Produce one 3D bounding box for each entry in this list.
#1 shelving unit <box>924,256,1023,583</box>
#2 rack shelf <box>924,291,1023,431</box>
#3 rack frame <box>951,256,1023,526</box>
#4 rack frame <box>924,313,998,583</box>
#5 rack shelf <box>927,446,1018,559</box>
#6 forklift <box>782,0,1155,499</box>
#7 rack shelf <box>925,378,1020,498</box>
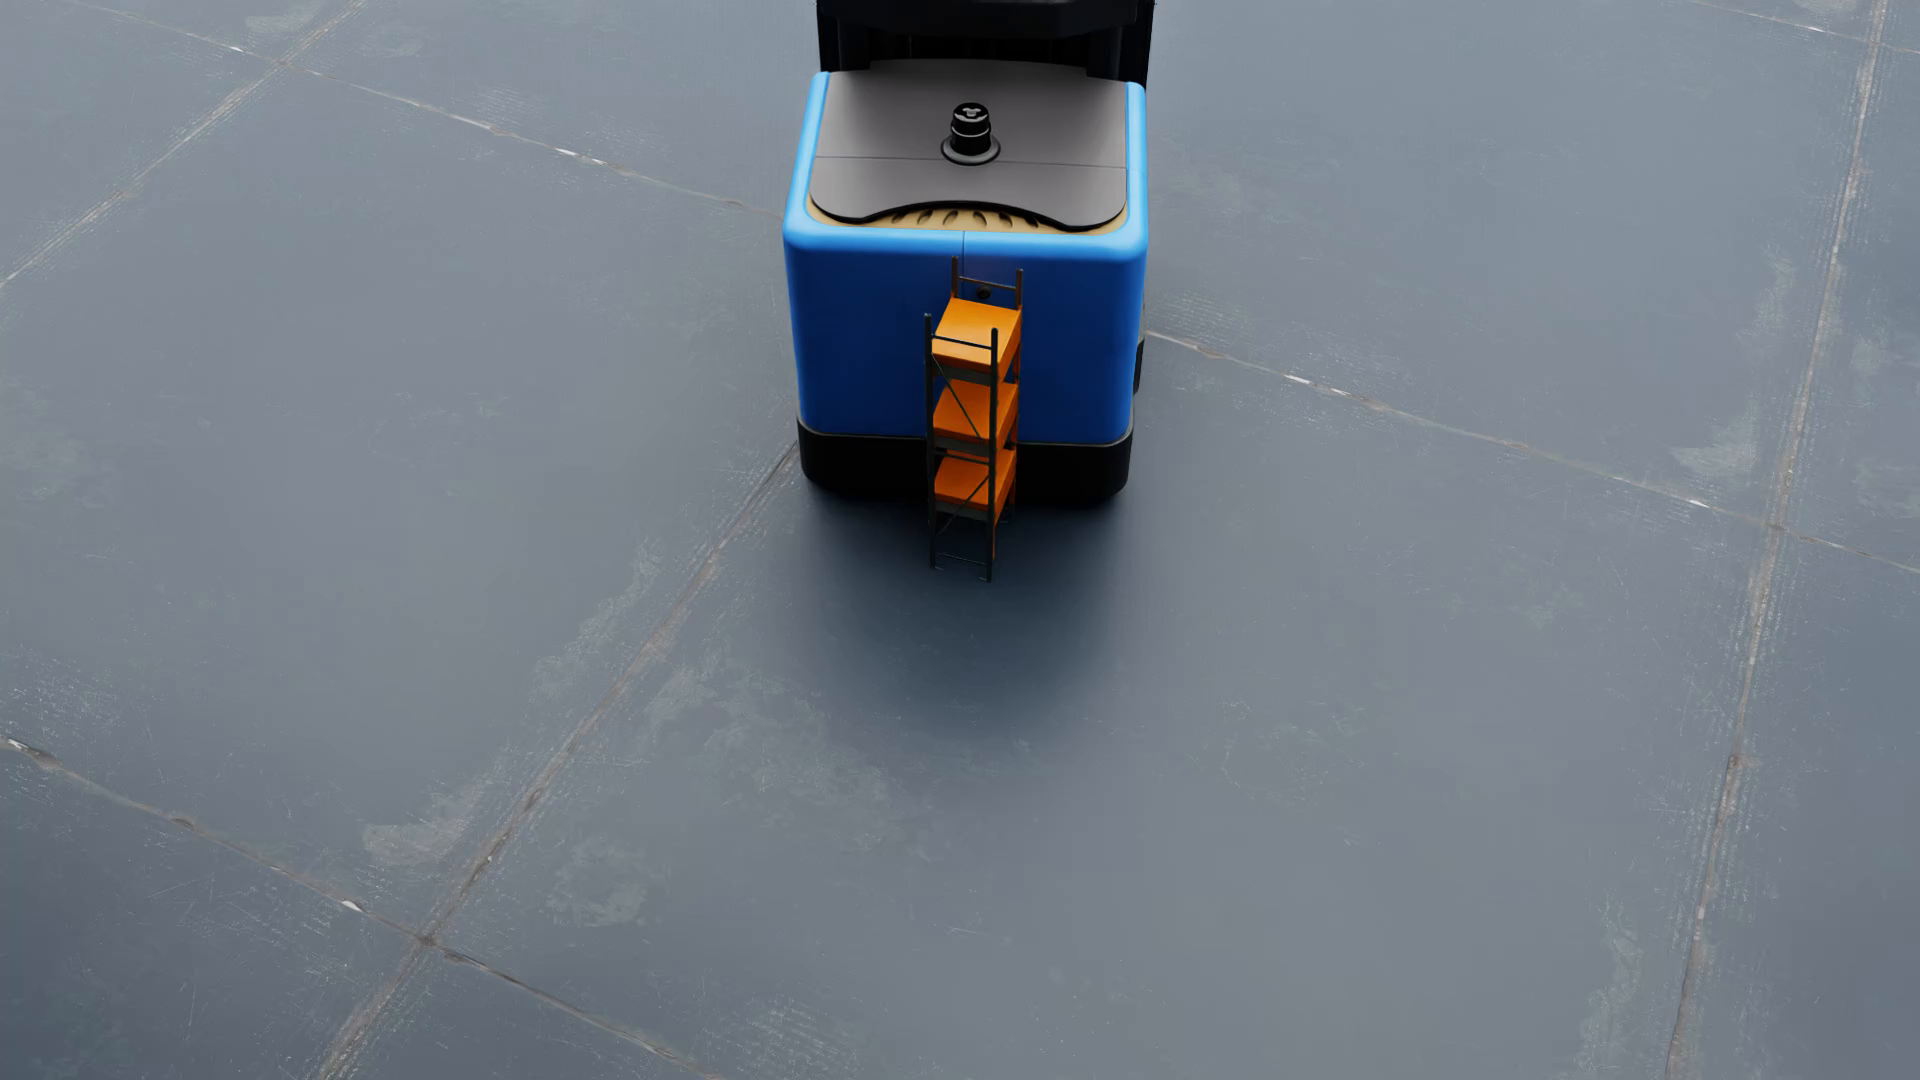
[{"bbox_3d":[0.038,-0.321,4.834,0.215,1.050,0.252,13,51,11],"label":"shelving unit"},{"bbox_3d":[0.038,-0.498,4.626,0.215,0.259,0.240,13,51,11],"label":"rack shelf"},{"bbox_3d":[0.074,-0.410,4.910,0.200,1.050,0.008,13,51,11],"label":"rack frame"},{"bbox_3d":[0.003,-0.232,4.758,0.200,1.050,0.008,13,51,11],"label":"rack frame"},{"bbox_3d":[0.038,-0.134,5.054,0.215,0.259,0.240,13,51,11],"label":"rack shelf"},{"bbox_3d":[0.094,-2.202,5.199,1.130,2.935,3.031,2,50,2],"label":"forklift"},{"bbox_3d":[0.038,-0.314,4.842,0.215,0.259,0.240,13,51,11],"label":"rack shelf"}]
